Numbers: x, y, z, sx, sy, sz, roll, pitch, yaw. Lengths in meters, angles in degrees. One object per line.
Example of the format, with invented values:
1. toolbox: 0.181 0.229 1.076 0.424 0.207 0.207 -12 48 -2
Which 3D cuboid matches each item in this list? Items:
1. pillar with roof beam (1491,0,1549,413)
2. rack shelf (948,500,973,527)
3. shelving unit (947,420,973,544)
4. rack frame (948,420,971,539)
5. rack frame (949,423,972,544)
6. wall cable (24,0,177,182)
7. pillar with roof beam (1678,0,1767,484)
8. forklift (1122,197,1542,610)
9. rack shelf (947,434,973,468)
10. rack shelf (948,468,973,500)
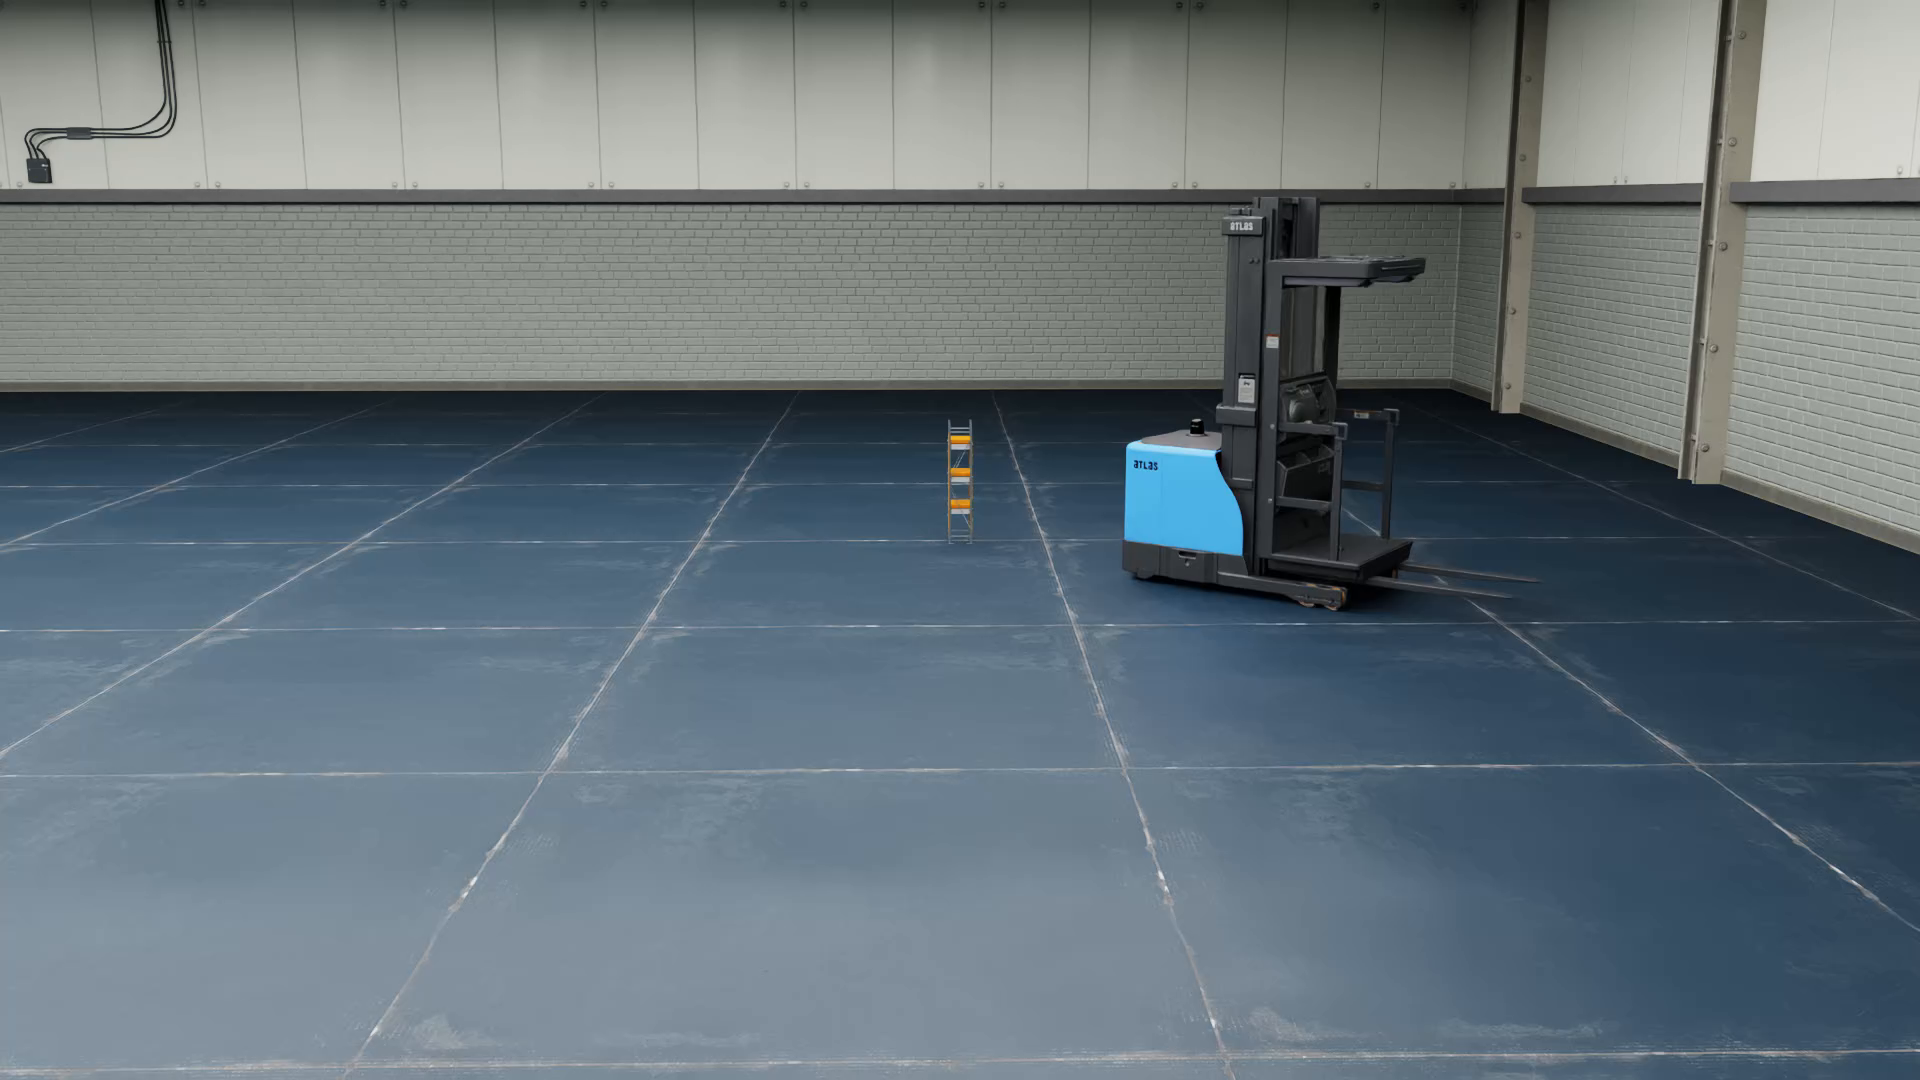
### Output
1. pillar with roof beam: 3.425 -6.211 22.543 9.100 9.000 0.400 0 11 -1
2. rack shelf: 0.001 -0.221 14.460 0.215 0.259 0.240 0 11 -1
3. shelving unit: 0.001 -0.504 14.402 0.215 1.050 0.252 0 11 -1
4. rack frame: -0.001 -0.528 14.522 0.200 1.050 0.008 0 11 -1
5. rack frame: 0.004 -0.480 14.283 0.200 1.050 0.008 0 11 -1
6. wall cable: -13.011 -8.393 24.744 2.305 6.003 0.169 0 11 -1
7. pillar with roof beam: 3.549 -5.019 16.664 9.100 9.000 0.400 0 11 -1
8. forklift: 2.772 -1.046 12.343 3.031 2.935 1.130 8 14 35
9. rack shelf: 0.001 -0.772 14.348 0.215 0.259 0.240 0 11 -1
10. rack shelf: 0.001 -0.494 14.404 0.215 0.259 0.240 0 11 -1
